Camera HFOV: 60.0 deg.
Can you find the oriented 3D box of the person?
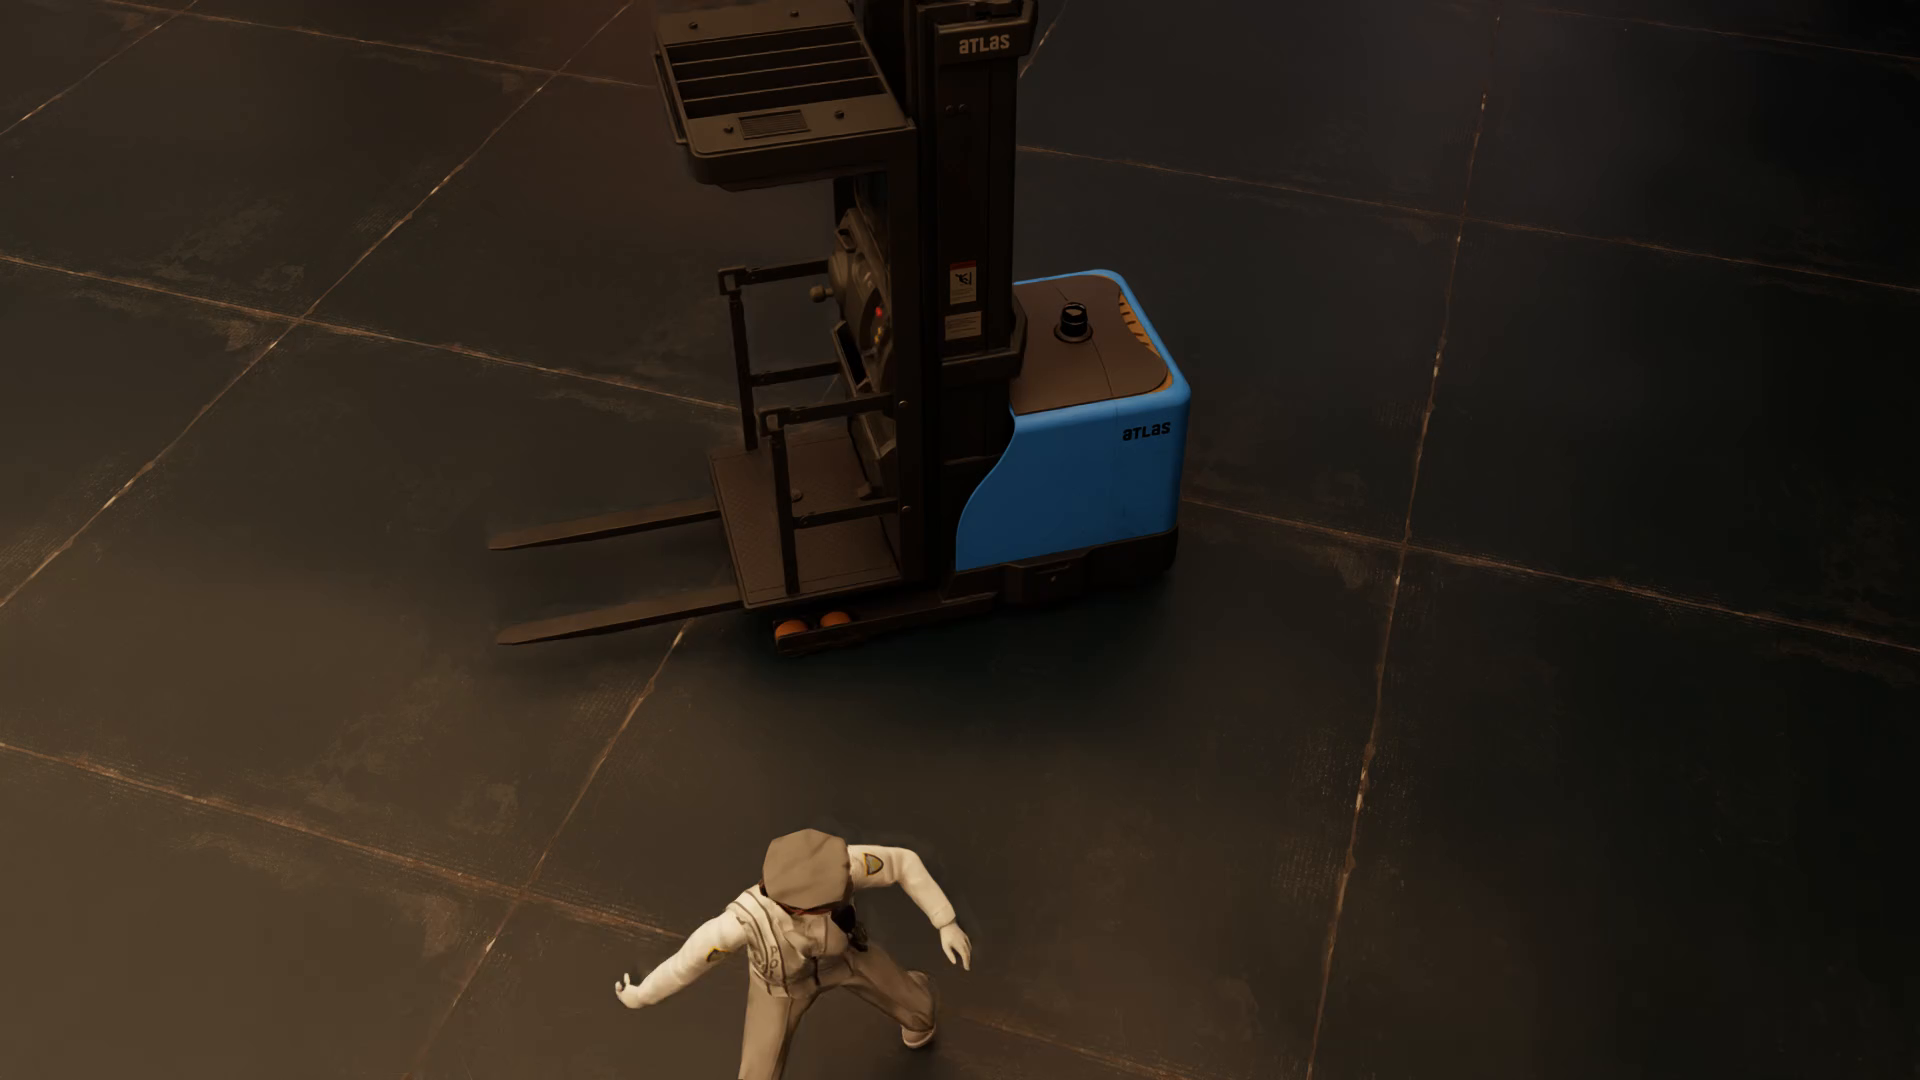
[{"bbox_3d":[-0.516,1.434,5.263,1.052,1.608,0.529,-17,46,-17],"label":"person"}]

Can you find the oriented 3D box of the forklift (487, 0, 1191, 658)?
[{"bbox_3d":[-0.588,-0.962,6.723,3.031,2.935,1.130,-11,44,-11],"label":"forklift"}]
